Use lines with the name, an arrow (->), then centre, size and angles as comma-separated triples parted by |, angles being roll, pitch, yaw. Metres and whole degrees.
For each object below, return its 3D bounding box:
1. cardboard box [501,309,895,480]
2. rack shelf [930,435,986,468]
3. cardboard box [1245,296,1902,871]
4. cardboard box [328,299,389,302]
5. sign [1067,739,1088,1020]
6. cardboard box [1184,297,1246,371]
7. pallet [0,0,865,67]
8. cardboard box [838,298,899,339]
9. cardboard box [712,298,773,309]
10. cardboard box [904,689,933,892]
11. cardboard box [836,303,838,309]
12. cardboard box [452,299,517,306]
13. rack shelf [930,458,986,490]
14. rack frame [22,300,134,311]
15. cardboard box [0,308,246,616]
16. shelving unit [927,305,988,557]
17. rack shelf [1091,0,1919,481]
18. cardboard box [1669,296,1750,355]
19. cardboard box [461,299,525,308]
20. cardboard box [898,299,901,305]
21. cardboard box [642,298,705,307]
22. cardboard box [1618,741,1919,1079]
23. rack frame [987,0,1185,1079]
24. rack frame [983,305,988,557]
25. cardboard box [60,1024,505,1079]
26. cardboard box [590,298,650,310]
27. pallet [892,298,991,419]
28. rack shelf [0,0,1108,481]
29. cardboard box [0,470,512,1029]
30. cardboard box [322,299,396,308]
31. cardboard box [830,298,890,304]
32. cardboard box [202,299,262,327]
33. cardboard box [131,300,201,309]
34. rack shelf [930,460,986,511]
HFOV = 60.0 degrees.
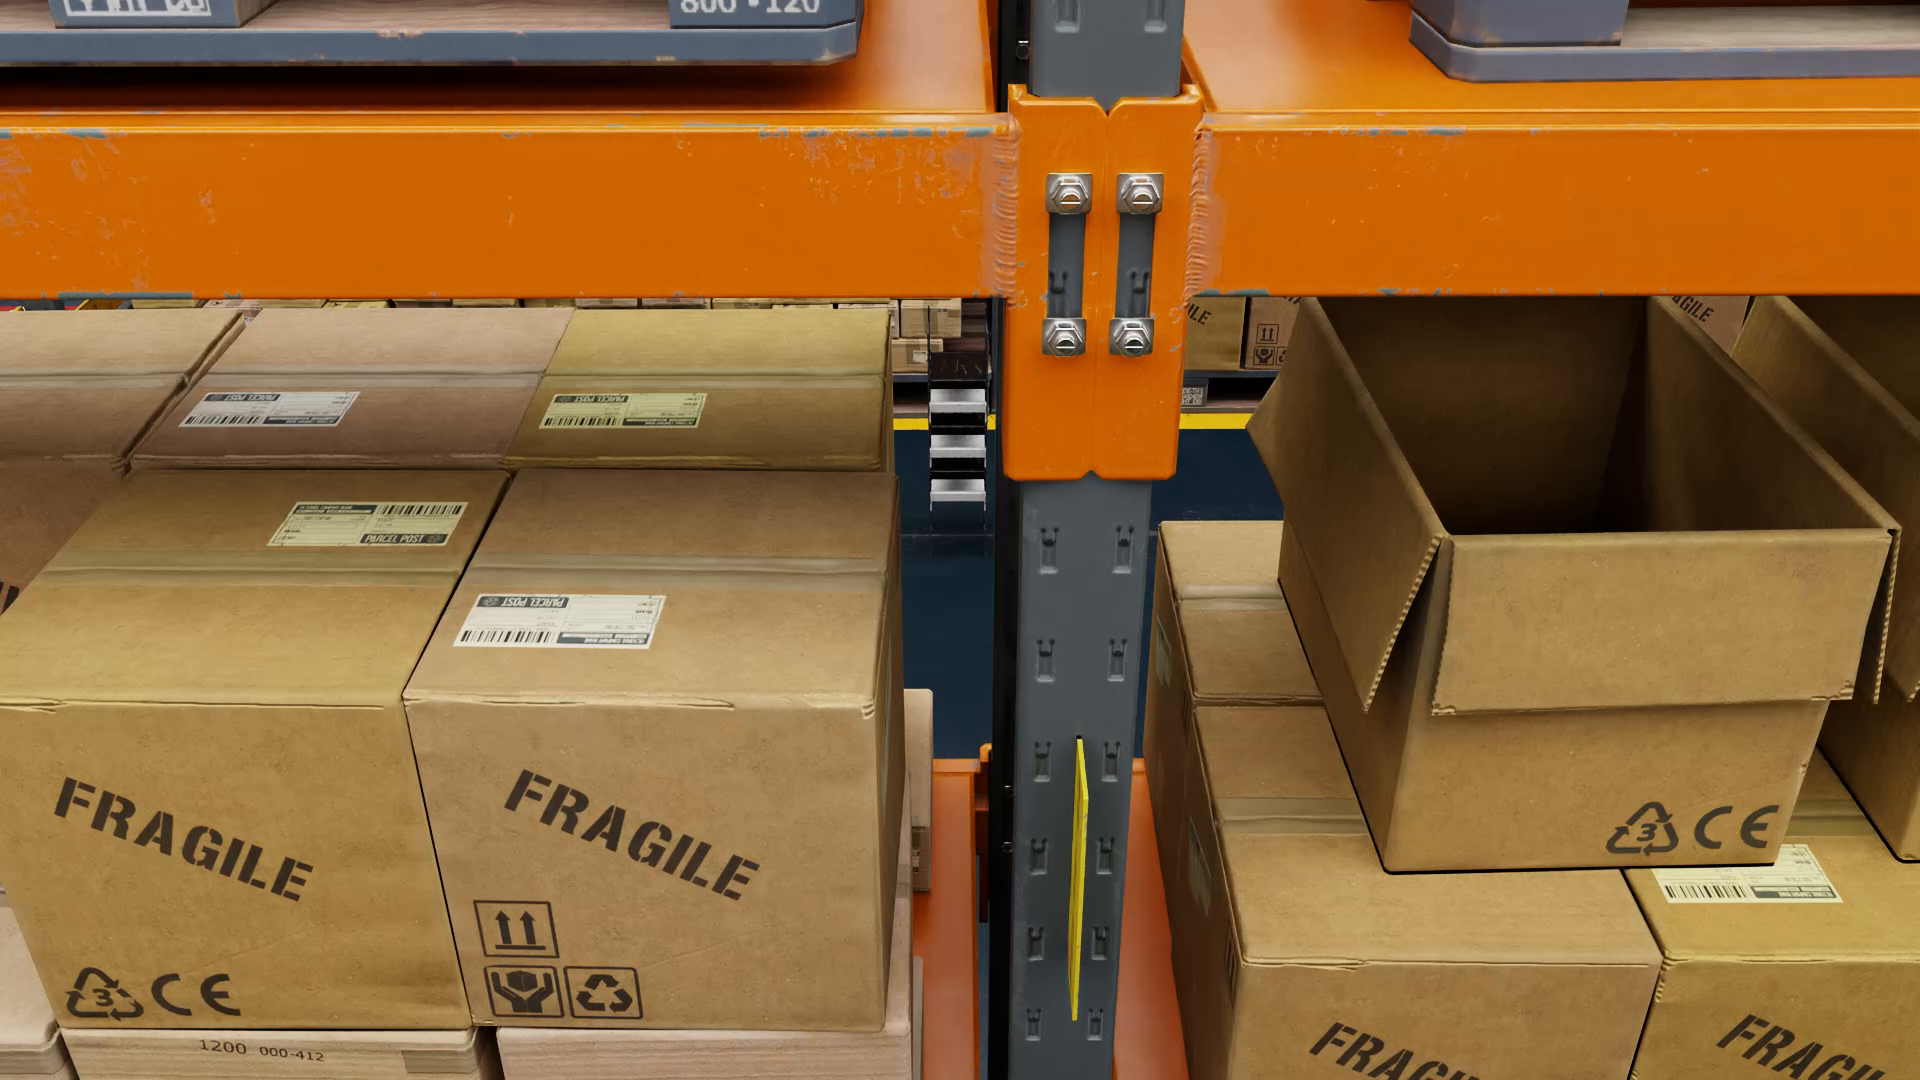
cardboard box -> -0.357, -0.022, 2.529 | 0.500, 0.500, 0.500 | 0, 31, 0
rack shelf -> -0.008, -0.356, 6.034 | 0.200, 0.077, 0.258 | 0, 31, 0
cardboard box -> 0.762, 0.015, 2.270 | 0.637, 0.503, 0.797 | -1, 31, -2
cardboard box -> -2.504, -1.149, 7.023 | 0.250, 0.149, 0.380 | -2, 31, -3
sign -> 0.129, 0.377, 1.826 | 0.005, 0.325, 0.100 | 0, 31, 0
cardboard box -> 0.935, -1.056, 7.103 | 0.500, 0.500, 0.500 | 1, 31, 2
pallet -> -0.695, -0.754, 1.796 | 1.213, 0.211, 1.003 | 0, 31, 0
cardboard box -> -0.389, -0.995, 7.055 | 0.250, 0.149, 0.380 | -2, 31, -3
cardboard box -> -0.908, -1.035, 7.121 | 0.250, 0.149, 0.380 | 0, 31, 0
cardboard box -> -0.174, 0.429, 2.894 | 0.250, 0.149, 0.380 | 0, 31, 0
cardboard box -> -0.456, -0.906, 7.194 | 0.250, 0.149, 0.380 | 1, 31, 1
cardboard box -> -1.963, -1.123, 6.978 | 0.250, 0.149, 0.380 | 0, 31, 0
rack shelf -> -0.008, -0.279, 6.081 | 0.200, 0.077, 0.258 | 0, 31, 0
rack frame -> -3.805, -2.068, 6.766 | 0.127, 3.000, 1.000 | 0, 31, 0
cardboard box -> -1.370, -0.020, 2.527 | 0.500, 0.500, 0.500 | -1, 31, -2
shelving unit -> -0.008, -0.385, 6.017 | 0.210, 0.900, 0.258 | 0, 31, 0
rack shelf -> 2.124, -0.488, 1.965 | 4.000, 0.370, 1.077 | 0, 31, 0
cardboard box -> 3.019, -1.066, 7.121 | 0.500, 0.500, 0.500 | 1, 31, 2
cardboard box -> -1.968, -1.059, 7.161 | 0.250, 0.149, 0.380 | 1, 31, 2
cardboard box -> -0.171, -1.206, 7.690 | 0.250, 0.149, 0.380 | -1, 31, -2
cardboard box -> -1.194, -1.124, 6.981 | 0.250, 0.149, 0.380 | -2, 31, -3
cardboard box -> 1.088, 0.576, 2.312 | 0.500, 0.500, 0.500 | 0, 31, 0
rack frame -> 0.124, 0.491, 2.549 | 0.053, 2.616, 0.949 | 0, 31, 0
rack frame -> 0.094, -0.385, 6.017 | 0.006, 0.900, 0.240 | 0, 31, 0
cardboard box -> -0.834, 0.570, 2.276 | 0.500, 0.250, 0.500 | 1, 31, 1
cardboard box -> -1.431, -1.034, 7.119 | 0.250, 0.149, 0.380 | -2, 31, -3
pallet -> -0.477, -0.868, 7.476 | 1.213, 0.211, 1.003 | 0, 31, 0
rack shelf -> -1.876, -0.476, 1.944 | 4.000, 0.370, 1.077 | 0, 31, 0
cardboard box -> -0.835, 0.249, 2.083 | 0.500, 0.500, 0.500 | 0, 31, 0
cardboard box -> -2.504, -0.987, 7.041 | 0.250, 0.149, 0.380 | 1, 31, 1
cardboard box -> -0.415, -1.138, 7.003 | 0.250, 0.149, 0.380 | 0, 31, 0
cardboard box -> -3.005, -0.996, 7.056 | 0.250, 0.149, 0.380 | 0, 31, -1
cardboard box -> -3.279, -1.108, 6.955 | 0.250, 0.149, 0.380 | -2, 31, -3
rack shelf -> -0.008, -0.202, 6.127 | 0.200, 0.077, 0.258 | 0, 31, 0
